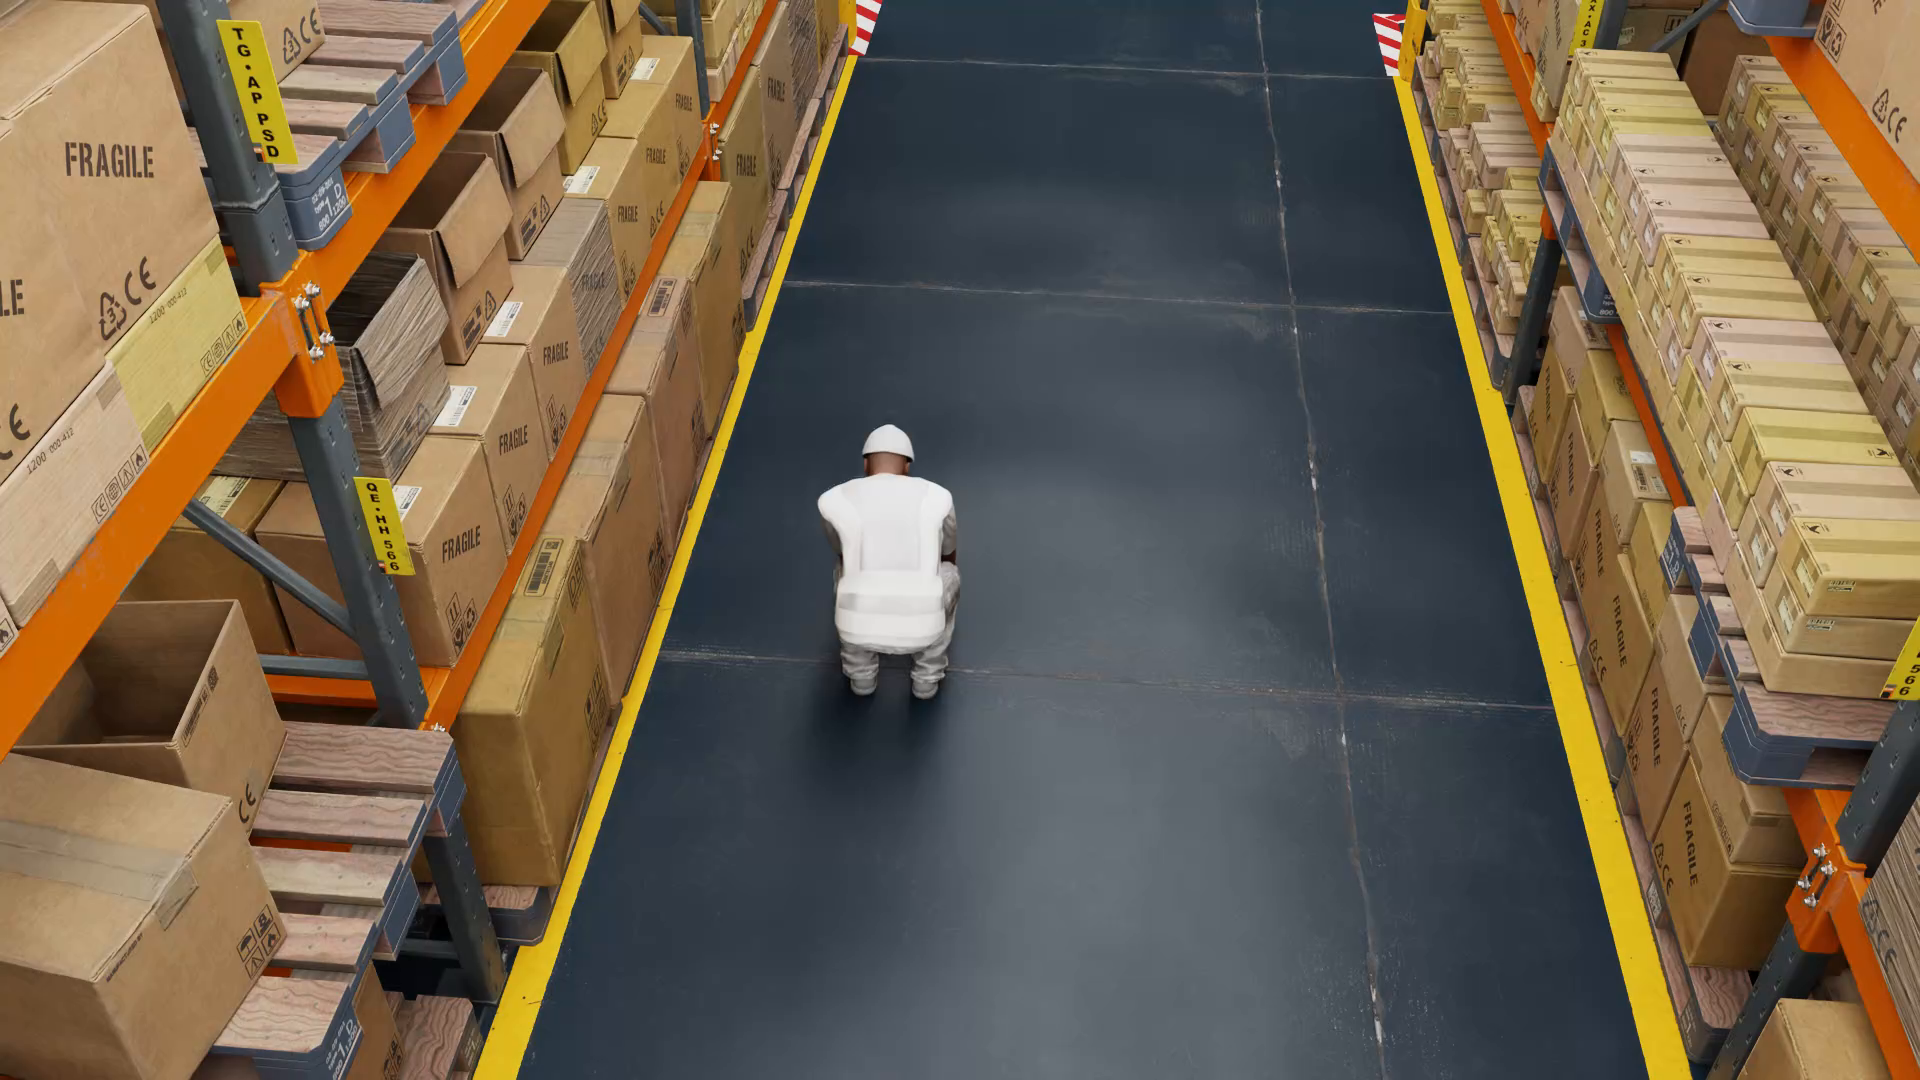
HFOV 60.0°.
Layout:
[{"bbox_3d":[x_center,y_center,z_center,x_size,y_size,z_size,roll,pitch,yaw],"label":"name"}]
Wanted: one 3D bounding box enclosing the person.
[{"bbox_3d":[-0.282,0.122,6.693,0.578,0.896,0.911,3,40,4],"label":"person"}]
